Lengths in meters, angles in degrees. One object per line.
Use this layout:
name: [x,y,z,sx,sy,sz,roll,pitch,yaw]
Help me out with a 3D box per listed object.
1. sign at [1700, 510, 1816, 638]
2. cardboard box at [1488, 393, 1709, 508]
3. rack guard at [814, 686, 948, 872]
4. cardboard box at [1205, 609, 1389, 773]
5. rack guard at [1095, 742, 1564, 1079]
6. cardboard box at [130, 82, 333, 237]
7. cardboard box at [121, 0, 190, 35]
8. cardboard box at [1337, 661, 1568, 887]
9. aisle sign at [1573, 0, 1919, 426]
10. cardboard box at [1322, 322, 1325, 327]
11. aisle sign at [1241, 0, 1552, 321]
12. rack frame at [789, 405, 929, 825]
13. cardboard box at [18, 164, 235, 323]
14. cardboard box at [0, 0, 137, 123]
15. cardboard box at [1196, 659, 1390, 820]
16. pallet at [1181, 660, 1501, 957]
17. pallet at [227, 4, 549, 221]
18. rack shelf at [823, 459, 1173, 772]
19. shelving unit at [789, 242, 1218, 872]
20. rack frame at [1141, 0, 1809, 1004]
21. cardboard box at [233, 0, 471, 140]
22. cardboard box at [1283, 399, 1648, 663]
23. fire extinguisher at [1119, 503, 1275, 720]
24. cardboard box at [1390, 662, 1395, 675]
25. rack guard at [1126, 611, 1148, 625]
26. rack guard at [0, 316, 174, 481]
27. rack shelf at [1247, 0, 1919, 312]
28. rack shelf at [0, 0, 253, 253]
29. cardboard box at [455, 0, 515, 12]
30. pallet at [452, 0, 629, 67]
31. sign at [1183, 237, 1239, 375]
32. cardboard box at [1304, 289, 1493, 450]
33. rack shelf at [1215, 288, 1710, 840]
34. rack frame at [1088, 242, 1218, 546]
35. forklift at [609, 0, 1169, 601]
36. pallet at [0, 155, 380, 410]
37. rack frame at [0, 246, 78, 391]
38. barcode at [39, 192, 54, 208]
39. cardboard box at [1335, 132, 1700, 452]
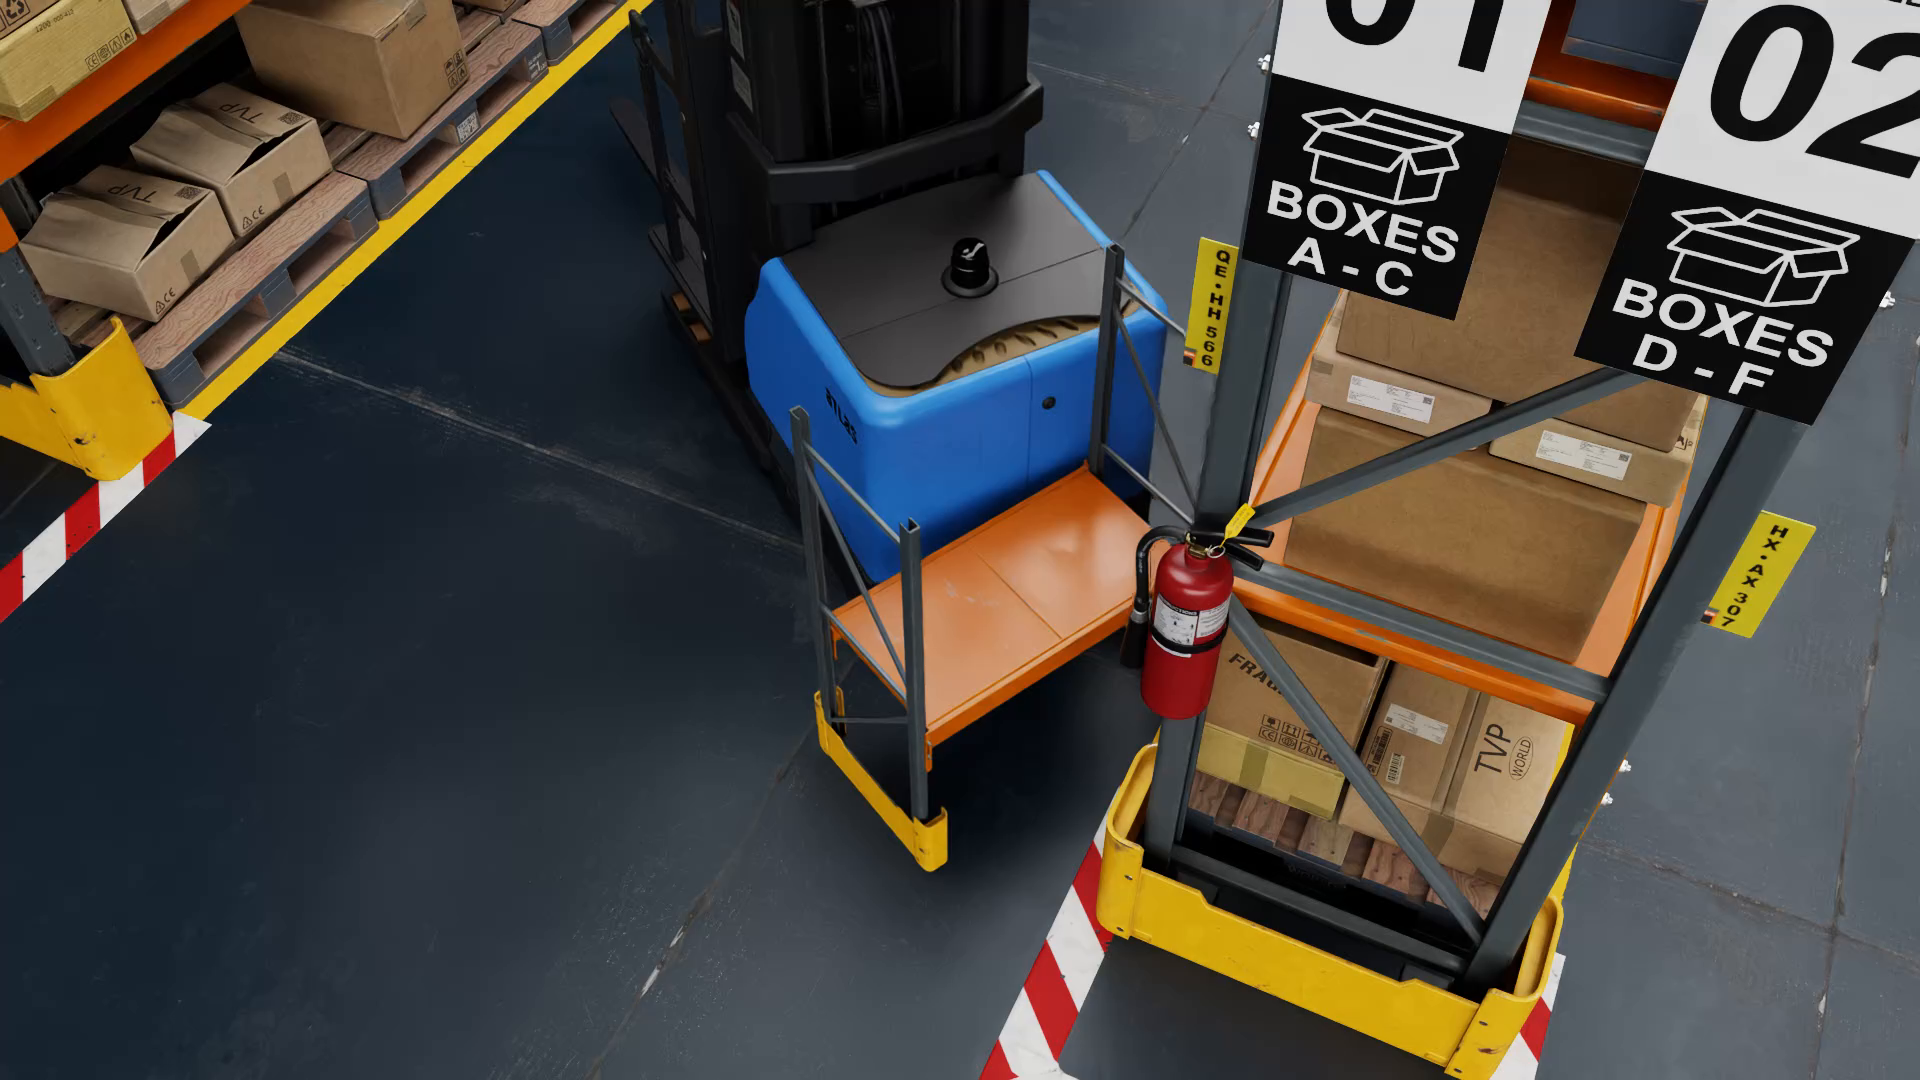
sign: [1.483,0.067,3.103,0.100,0.325,0.005,20,52,16]
cardboard box: [1.346,-0.254,3.505,0.380,0.149,0.250,19,52,16]
rack guard: [-0.238,0.709,4.982,0.087,0.250,0.587,-30,56,-23]
cardboard box: [0.944,0.235,4.618,0.500,0.500,0.500,20,52,16]
rack guard: [0.973,1.015,4.558,1.175,0.500,0.348,20,52,16]
cardboard box: [-2.876,-1.531,6.560,0.500,0.311,0.500,24,54,19]
cardboard box: [-2.792,-1.973,5.545,0.500,0.250,0.500,18,52,15]
cardboard box: [1.414,0.647,4.760,0.500,0.250,0.500,20,52,16]
aisle sign: [1.232,-0.509,2.506,0.394,0.787,0.004,20,52,16]
cardboard box: [1.358,-0.459,5.208,0.500,0.500,0.500,20,52,16]
aisle sign: [0.690,-0.704,2.673,0.394,0.787,0.004,20,52,16]
rack frame: [-0.253,0.313,4.498,0.032,1.500,0.500,-30,56,-23]
cardboard box: [-3.120,-1.139,6.226,0.500,0.311,0.500,14,51,12]
cardboard box: [-3.001,-1.611,5.237,0.500,0.250,0.500,18,52,15]
cardboard box: [0.946,0.478,4.903,0.500,0.250,0.500,20,52,16]
pallet: [1.272,0.552,5.141,1.003,0.211,1.213,20,52,16]
pallet: [-2.563,-1.954,7.274,1.003,0.211,1.213,20,52,16]
rack shelf: [0.151,0.195,4.835,1.000,0.185,0.538,-30,56,-23]
shelving unit: [0.158,0.074,4.702,1.083,1.500,0.587,-30,56,-23]
rack frame: [0.984,0.189,3.620,1.000,3.000,0.127,20,52,16]
cardboard box: [-2.518,-2.082,6.904,0.700,0.500,0.500,17,52,14]
cardboard box: [1.195,-0.161,3.852,0.700,0.500,0.500,20,52,16]
fire extinguisher: [0.513,0.144,3.709,0.296,0.674,0.183,20,52,16]
cardboard box: [1.624,0.301,5.054,0.500,0.250,0.500,20,52,16]
rack guard: [0.554,0.249,5.374,0.087,0.250,0.587,-30,56,-23]
rack guard: [-3.464,-0.663,5.986,1.175,0.500,0.348,20,52,16]
rack shelf: [1.838,-1.927,3.923,1.077,0.370,4.000,20,52,16]
rack shelf: [-2.642,-2.565,6.435,1.077,0.370,4.000,20,52,16]
cardboard box: [-2.195,-2.780,7.498,0.500,0.500,0.500,16,52,13]
pallet: [-2.043,-2.797,7.992,1.003,0.211,1.213,20,52,16]
sign: [0.499,-0.449,3.247,0.100,0.325,0.005,20,52,16]
cardboard box: [0.975,-0.379,3.611,0.380,0.149,0.250,19,52,15]
rack shelf: [1.838,-0.955,5.066,1.077,0.370,4.000,20,52,16]
rack frame: [0.555,-0.156,4.898,0.032,1.500,0.500,-30,56,-23]
forklift: [-0.487,-1.763,5.326,1.130,2.935,3.031,-22,53,-17]
pallet: [-3.085,-1.117,6.562,1.003,0.211,1.213,20,52,16]
rack frame: [-3.497,-1.420,4.989,1.000,3.000,0.127,20,52,16]
barcode: [-3.474,-1.284,6.344,0.001,0.075,0.075,20,52,16]
cardboard box: [1.217,-0.618,3.389,0.700,0.500,0.500,20,52,16]
